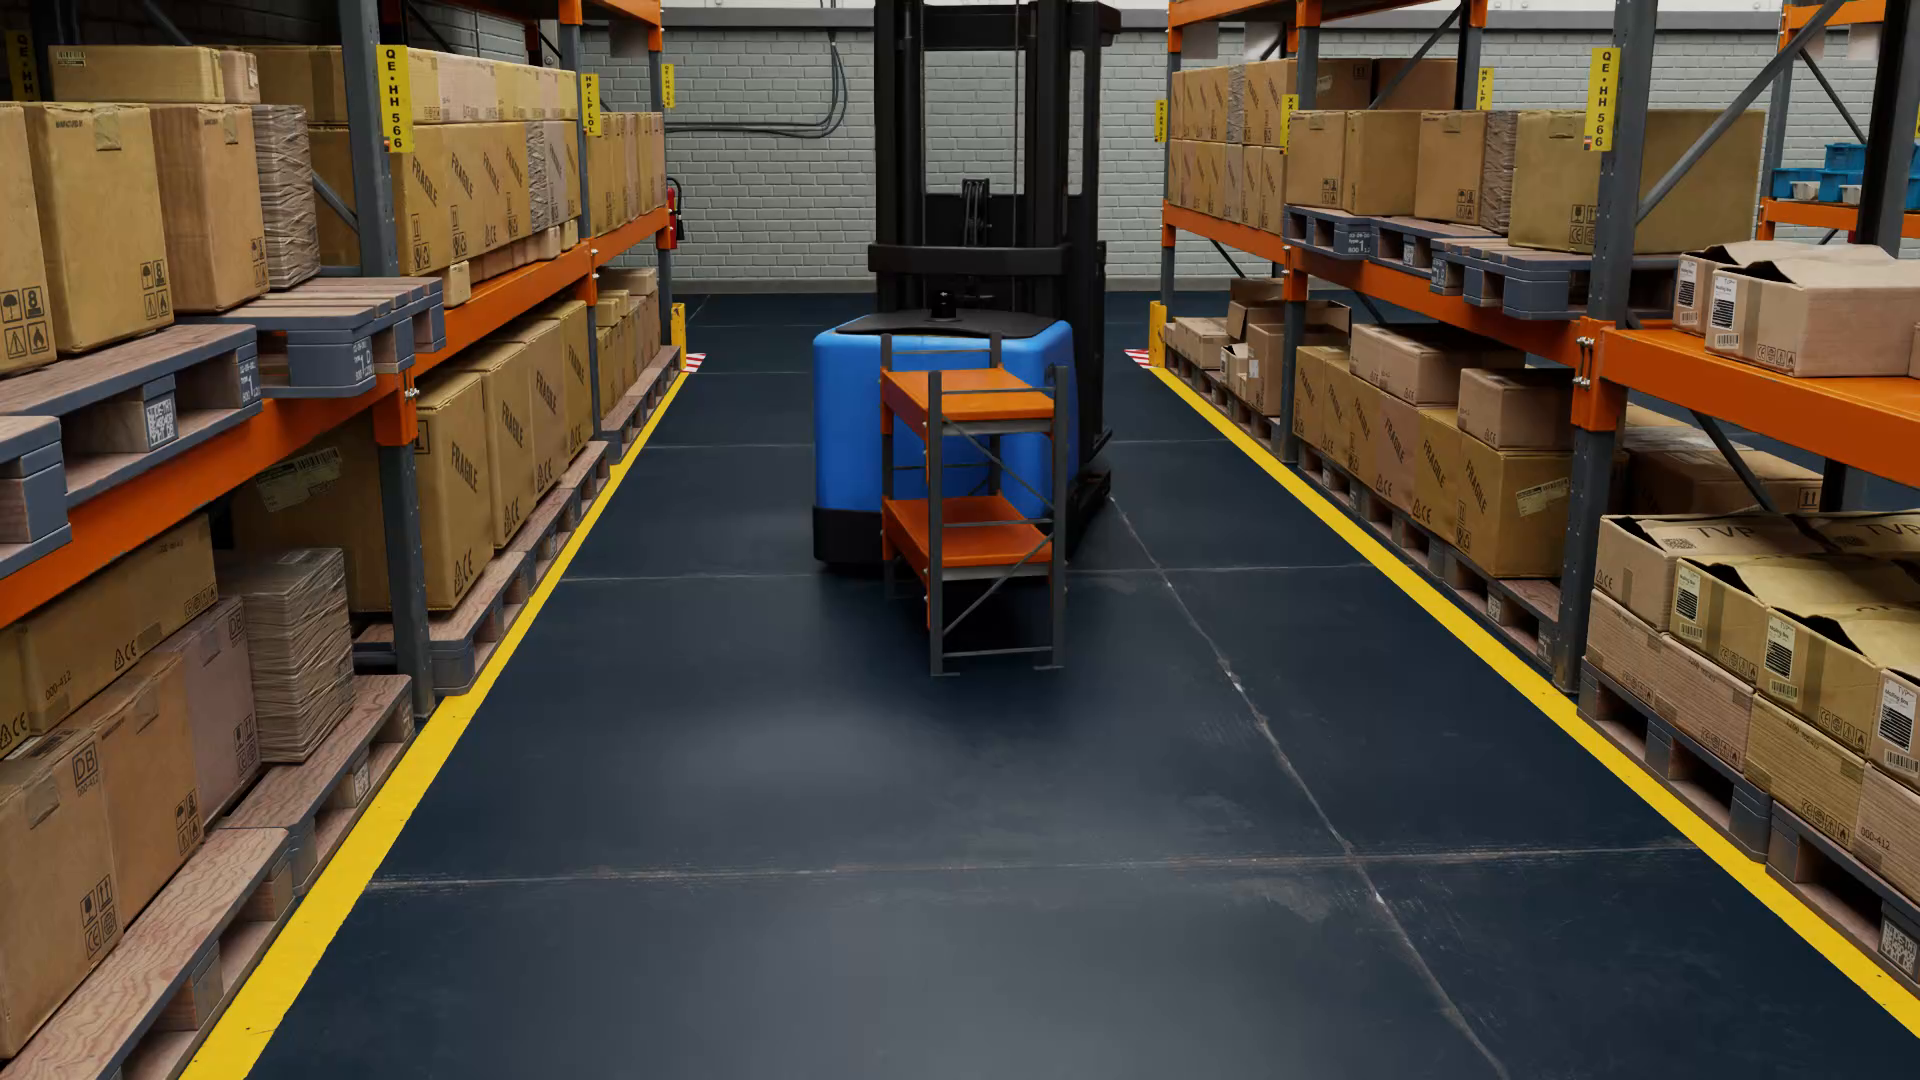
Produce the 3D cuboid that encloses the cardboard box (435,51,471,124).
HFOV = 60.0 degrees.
[{"bbox_3d":[-2.114,-1.661,6.121,0.500,0.250,0.500,-1,14,-4],"label":"cardboard box"}]

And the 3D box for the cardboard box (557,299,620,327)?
[{"bbox_3d":[-2.340,-1.423,10.409,0.380,0.149,0.250,0,14,-2],"label":"cardboard box"}]

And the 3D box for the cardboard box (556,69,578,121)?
[{"bbox_3d":[-2.273,-2.293,8.578,0.500,0.250,0.500,-1,14,-2],"label":"cardboard box"}]

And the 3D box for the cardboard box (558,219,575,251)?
[{"bbox_3d":[-2.214,-1.586,8.636,0.380,0.149,0.250,-1,14,-2],"label":"cardboard box"}]

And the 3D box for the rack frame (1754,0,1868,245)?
[{"bbox_3d":[7.083,-2.988,13.620,1.000,3.000,0.127,-1,14,-3],"label":"rack frame"}]

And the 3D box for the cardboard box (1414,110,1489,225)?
[{"bbox_3d":[2.558,-1.731,7.691,0.700,0.500,0.500,-5,15,-18],"label":"cardboard box"}]

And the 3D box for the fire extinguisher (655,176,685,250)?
[{"bbox_3d":[-2.353,-2.662,13.255,0.296,0.674,0.183,-1,14,-3],"label":"fire extinguisher"}]

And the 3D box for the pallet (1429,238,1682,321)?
[{"bbox_3d":[2.523,-0.997,6.269,1.213,0.211,1.003,-1,14,-3],"label":"pallet"}]

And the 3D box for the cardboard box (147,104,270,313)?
[{"bbox_3d":[-2.208,-0.852,4.233,0.700,0.500,0.500,-2,15,-9],"label":"cardboard box"}]

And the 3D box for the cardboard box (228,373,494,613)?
[{"bbox_3d":[-2.224,-0.193,6.227,0.750,0.750,0.750,-1,14,-4],"label":"cardboard box"}]

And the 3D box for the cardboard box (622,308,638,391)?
[{"bbox_3d":[-2.558,-1.273,11.129,0.700,0.500,0.500,-1,14,-2],"label":"cardboard box"}]

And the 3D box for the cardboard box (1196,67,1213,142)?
[{"bbox_3d":[1.970,-3.076,11.756,0.500,0.500,0.500,-1,14,-3],"label":"cardboard box"}]

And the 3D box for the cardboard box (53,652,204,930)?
[{"bbox_3d":[-2.237,0.583,3.873,0.700,0.500,0.500,-1,14,-4],"label":"cardboard box"}]

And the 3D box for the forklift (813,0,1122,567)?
[{"bbox_3d":[0.186,-1.594,8.339,1.130,2.935,3.031,3,15,13],"label":"forklift"}]

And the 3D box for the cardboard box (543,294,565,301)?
[{"bbox_3d":[-2.742,-1.492,10.678,0.380,0.149,0.250,-1,14,-5],"label":"cardboard box"}]

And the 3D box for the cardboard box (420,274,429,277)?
[{"bbox_3d":[-2.105,-0.882,5.898,0.380,0.149,0.250,-1,14,-3],"label":"cardboard box"}]

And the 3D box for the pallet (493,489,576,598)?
[{"bbox_3d":[-2.355,0.005,7.583,1.003,0.211,1.213,-1,14,-3],"label":"pallet"}]

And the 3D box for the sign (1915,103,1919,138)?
[{"bbox_3d":[3.189,-1.493,5.486,0.100,0.325,0.005,-1,14,-3],"label":"sign"}]

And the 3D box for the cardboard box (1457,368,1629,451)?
[{"bbox_3d":[2.335,-0.532,6.701,0.500,0.250,0.500,0,14,-1],"label":"cardboard box"}]

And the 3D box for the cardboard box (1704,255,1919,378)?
[{"bbox_3d":[2.497,-0.654,4.729,0.500,0.311,0.500,-1,14,-4],"label":"cardboard box"}]

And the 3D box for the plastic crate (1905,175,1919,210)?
[{"bbox_3d":[6.870,-2.467,11.812,0.416,0.233,0.300,-1,14,-3],"label":"plastic crate"}]

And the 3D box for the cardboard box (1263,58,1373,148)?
[{"bbox_3d":[2.097,-2.572,9.796,0.500,0.500,0.500,-1,14,-3],"label":"cardboard box"}]

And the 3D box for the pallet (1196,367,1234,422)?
[{"bbox_3d":[2.267,-1.042,11.653,1.003,0.211,1.213,-1,14,-3],"label":"pallet"}]

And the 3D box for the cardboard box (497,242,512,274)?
[{"bbox_3d":[-2.213,-1.266,7.390,0.380,0.149,0.250,0,14,-2],"label":"cardboard box"}]

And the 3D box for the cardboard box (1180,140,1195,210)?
[{"bbox_3d":[1.941,-2.718,12.371,0.500,0.500,0.500,-1,14,-4],"label":"cardboard box"}]

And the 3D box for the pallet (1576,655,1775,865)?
[{"bbox_3d":[2.647,0.633,5.143,1.003,0.211,1.213,-1,14,-3],"label":"pallet"}]

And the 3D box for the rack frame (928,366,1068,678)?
[{"bbox_3d":[0.135,-0.058,5.993,0.500,1.125,0.032,-3,15,-12],"label":"rack frame"}]

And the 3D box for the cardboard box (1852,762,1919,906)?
[{"bbox_3d":[2.476,0.722,3.876,0.500,0.250,0.500,-1,14,-2],"label":"cardboard box"}]

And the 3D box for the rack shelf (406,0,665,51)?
[{"bbox_3d":[-2.681,-3.442,10.808,1.077,0.370,4.000,-1,14,-3],"label":"rack shelf"}]

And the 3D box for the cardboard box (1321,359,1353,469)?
[{"bbox_3d":[2.218,-0.664,8.720,0.500,0.500,0.500,-1,14,-3],"label":"cardboard box"}]

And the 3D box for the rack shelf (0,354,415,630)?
[{"bbox_3d":[-2.185,0.000,3.449,1.077,0.370,4.000,-1,14,-3],"label":"rack shelf"}]

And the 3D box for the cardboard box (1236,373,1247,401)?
[{"bbox_3d":[1.986,-0.980,10.653,0.380,0.149,0.250,-1,14,-3],"label":"cardboard box"}]

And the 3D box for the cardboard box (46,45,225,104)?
[{"bbox_3d":[-2.223,-1.256,4.503,0.380,0.149,0.250,-3,15,-13],"label":"cardboard box"}]

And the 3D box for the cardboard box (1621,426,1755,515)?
[{"bbox_3d":[2.854,-0.173,6.813,0.500,0.500,0.500,-1,14,-5],"label":"cardboard box"}]

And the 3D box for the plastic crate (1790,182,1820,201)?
[{"bbox_3d":[6.707,-2.742,13.072,0.250,0.136,0.298,-1,14,-3],"label":"plastic crate"}]

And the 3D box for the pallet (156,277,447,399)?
[{"bbox_3d":[-2.159,-0.577,4.634,1.213,0.211,1.003,-1,14,-3],"label":"pallet"}]

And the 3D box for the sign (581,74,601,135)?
[{"bbox_3d":[-2.016,-2.374,9.067,0.100,0.325,0.005,-1,14,-3],"label":"sign"}]

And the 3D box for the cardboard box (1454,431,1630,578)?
[{"bbox_3d":[2.343,-0.154,6.740,0.500,0.500,0.500,0,14,-1],"label":"cardboard box"}]

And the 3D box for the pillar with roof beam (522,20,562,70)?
[{"bbox_3d":[0.461,-6.465,15.094,9.100,9.000,0.400,-1,14,-3],"label":"pillar with roof beam"}]

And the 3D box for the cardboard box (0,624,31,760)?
[{"bbox_3d":[-2.190,0.362,3.228,0.500,0.250,0.500,-1,14,-5],"label":"cardboard box"}]

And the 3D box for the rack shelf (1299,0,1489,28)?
[{"bbox_3d":[2.511,-2.525,7.243,1.077,0.370,4.000,-1,14,-3],"label":"rack shelf"}]

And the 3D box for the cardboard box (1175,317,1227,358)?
[{"bbox_3d":[1.921,-1.530,12.588,0.500,0.250,0.500,-1,14,-3],"label":"cardboard box"}]

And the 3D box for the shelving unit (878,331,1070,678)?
[{"bbox_3d":[0.029,-0.182,6.475,0.538,1.125,1.048,-3,15,-12],"label":"shelving unit"}]

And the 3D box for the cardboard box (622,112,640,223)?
[{"bbox_3d":[-2.669,-2.483,11.056,0.980,0.700,0.700,-2,15,-6],"label":"cardboard box"}]

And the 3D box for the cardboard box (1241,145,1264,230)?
[{"bbox_3d":[2.067,-2.215,10.414,0.500,0.500,0.500,0,14,-2],"label":"cardboard box"}]

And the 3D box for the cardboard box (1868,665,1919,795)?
[{"bbox_3d":[2.477,0.454,3.793,0.500,0.311,0.500,-1,14,-4],"label":"cardboard box"}]

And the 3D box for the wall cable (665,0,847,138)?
[{"bbox_3d":[-2.798,-5.649,18.153,3.097,2.526,0.112,-1,14,-3],"label":"wall cable"}]

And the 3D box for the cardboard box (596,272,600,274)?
[{"bbox_3d":[-2.837,-1.872,12.153,0.380,0.149,0.250,-1,14,-3],"label":"cardboard box"}]

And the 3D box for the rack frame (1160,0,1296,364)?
[{"bbox_3d":[2.139,-2.913,13.326,1.000,3.000,0.127,-1,14,-3],"label":"rack frame"}]

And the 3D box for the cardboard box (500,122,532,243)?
[{"bbox_3d":[-2.177,-1.556,7.215,0.500,0.500,0.500,0,14,-2],"label":"cardboard box"}]

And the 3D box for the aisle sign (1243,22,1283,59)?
[{"bbox_3d":[2.441,-4.193,13.087,0.394,0.787,0.004,-1,14,-3],"label":"aisle sign"}]
